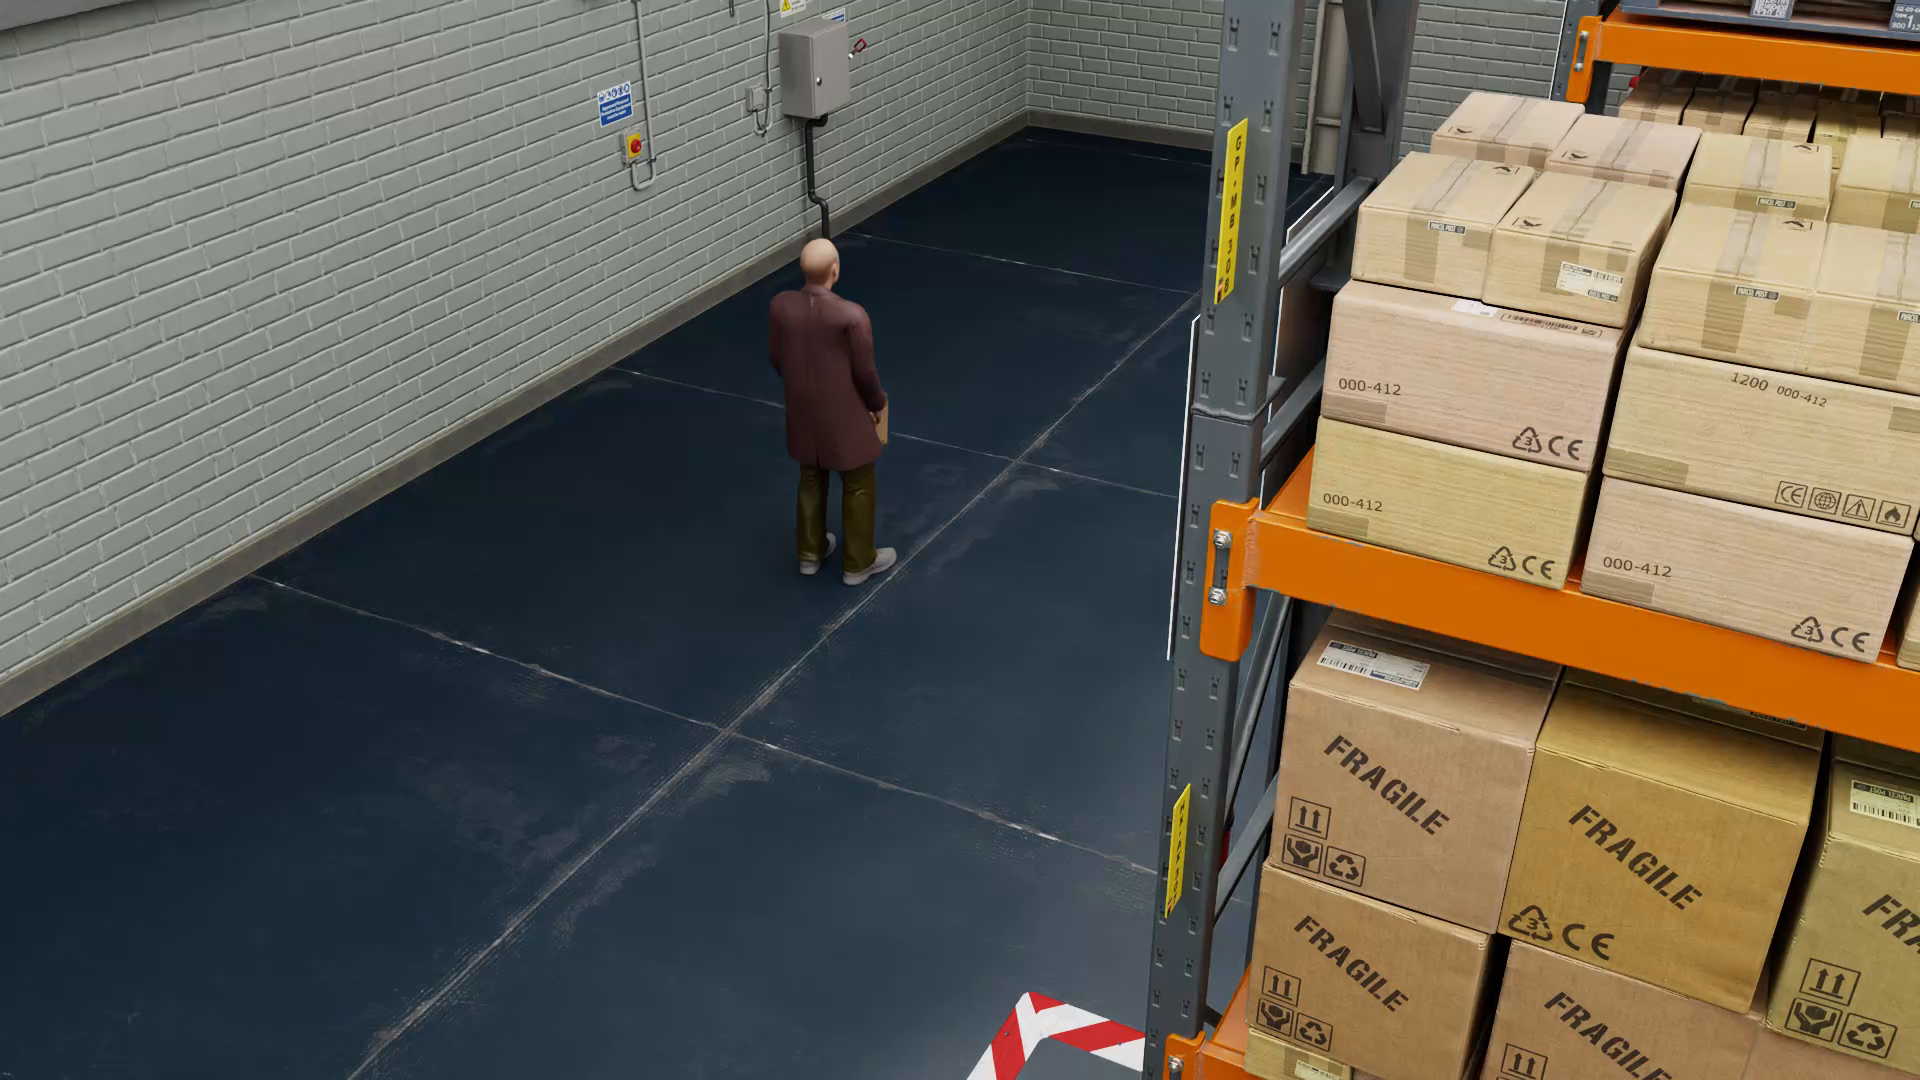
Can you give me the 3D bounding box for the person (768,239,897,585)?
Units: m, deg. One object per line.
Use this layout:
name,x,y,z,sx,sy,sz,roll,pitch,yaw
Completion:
person,-0.647,-0.637,8.257,0.583,1.780,0.424,14,32,22
